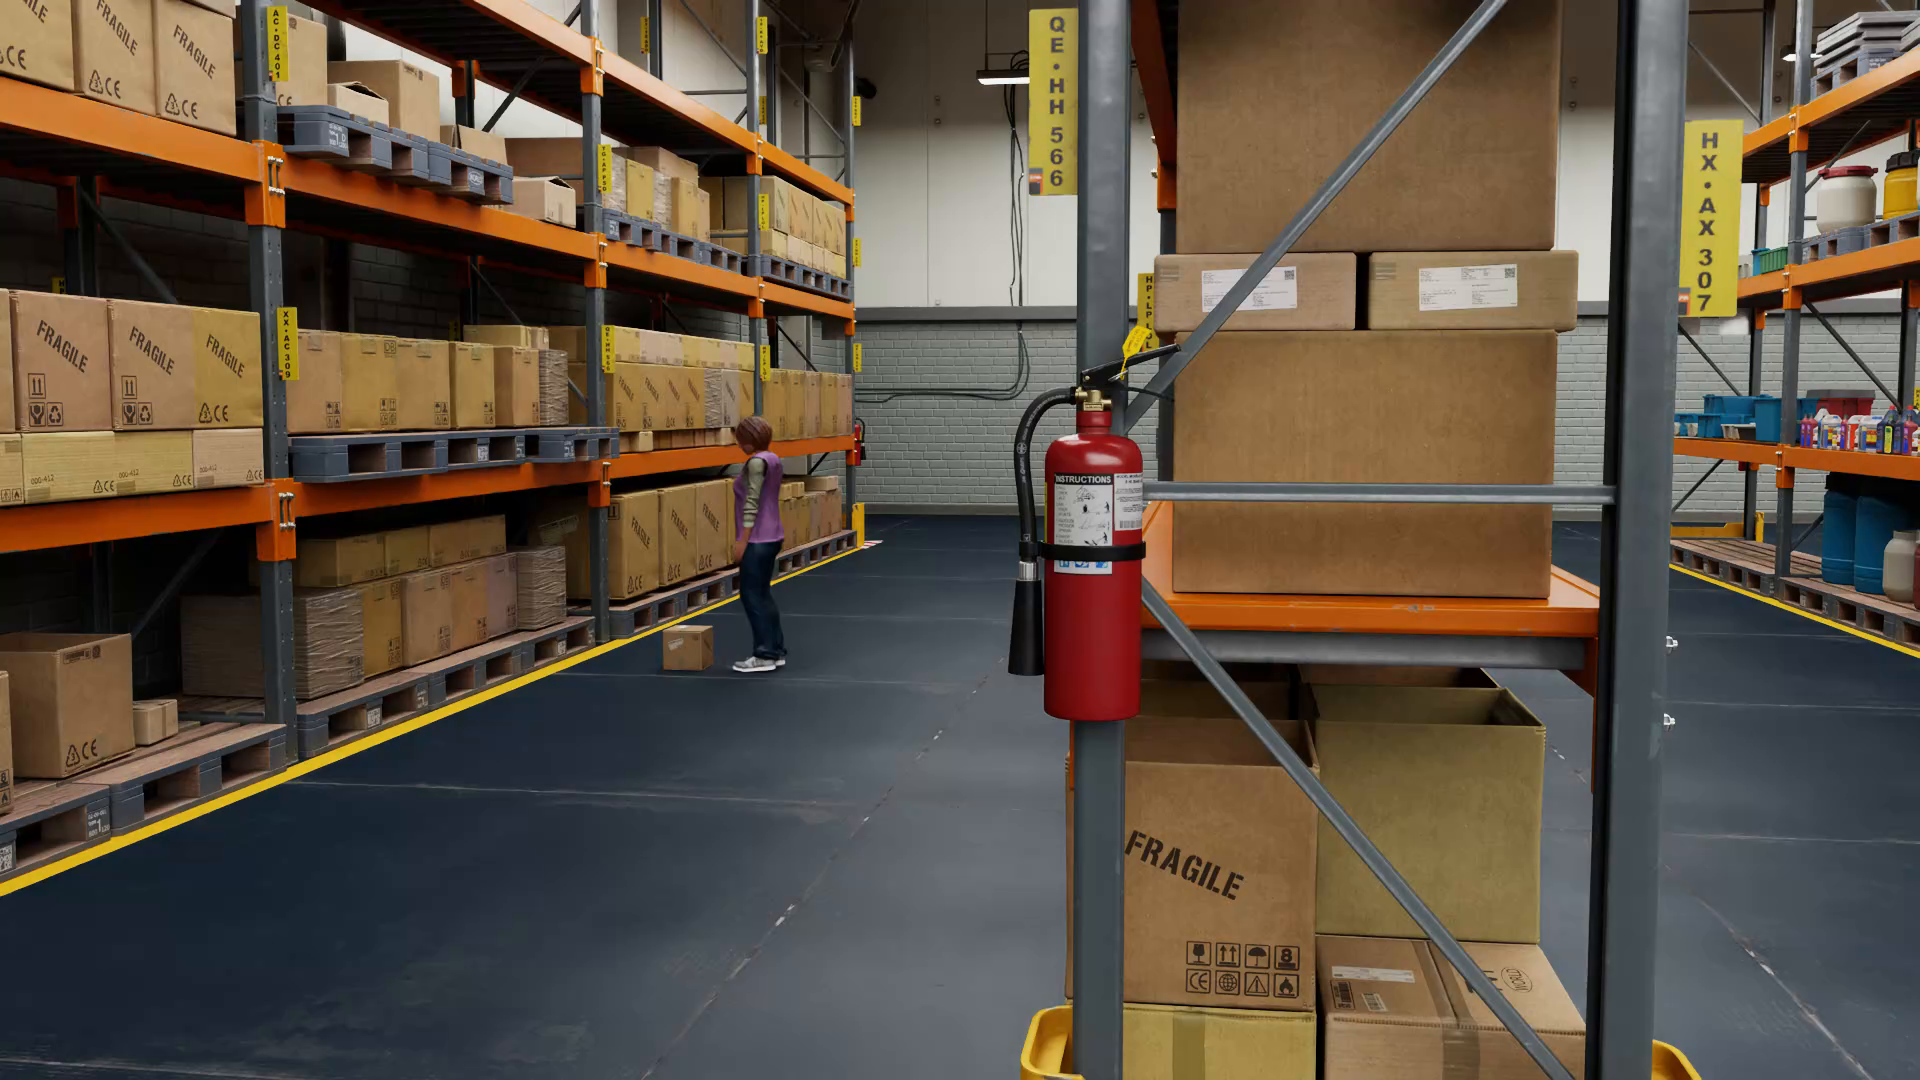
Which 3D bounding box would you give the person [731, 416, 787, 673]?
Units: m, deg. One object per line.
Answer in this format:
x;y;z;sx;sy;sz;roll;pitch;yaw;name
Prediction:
-1.254;0.026;10.373;0.300;1.593;0.408;1;5;10;person
